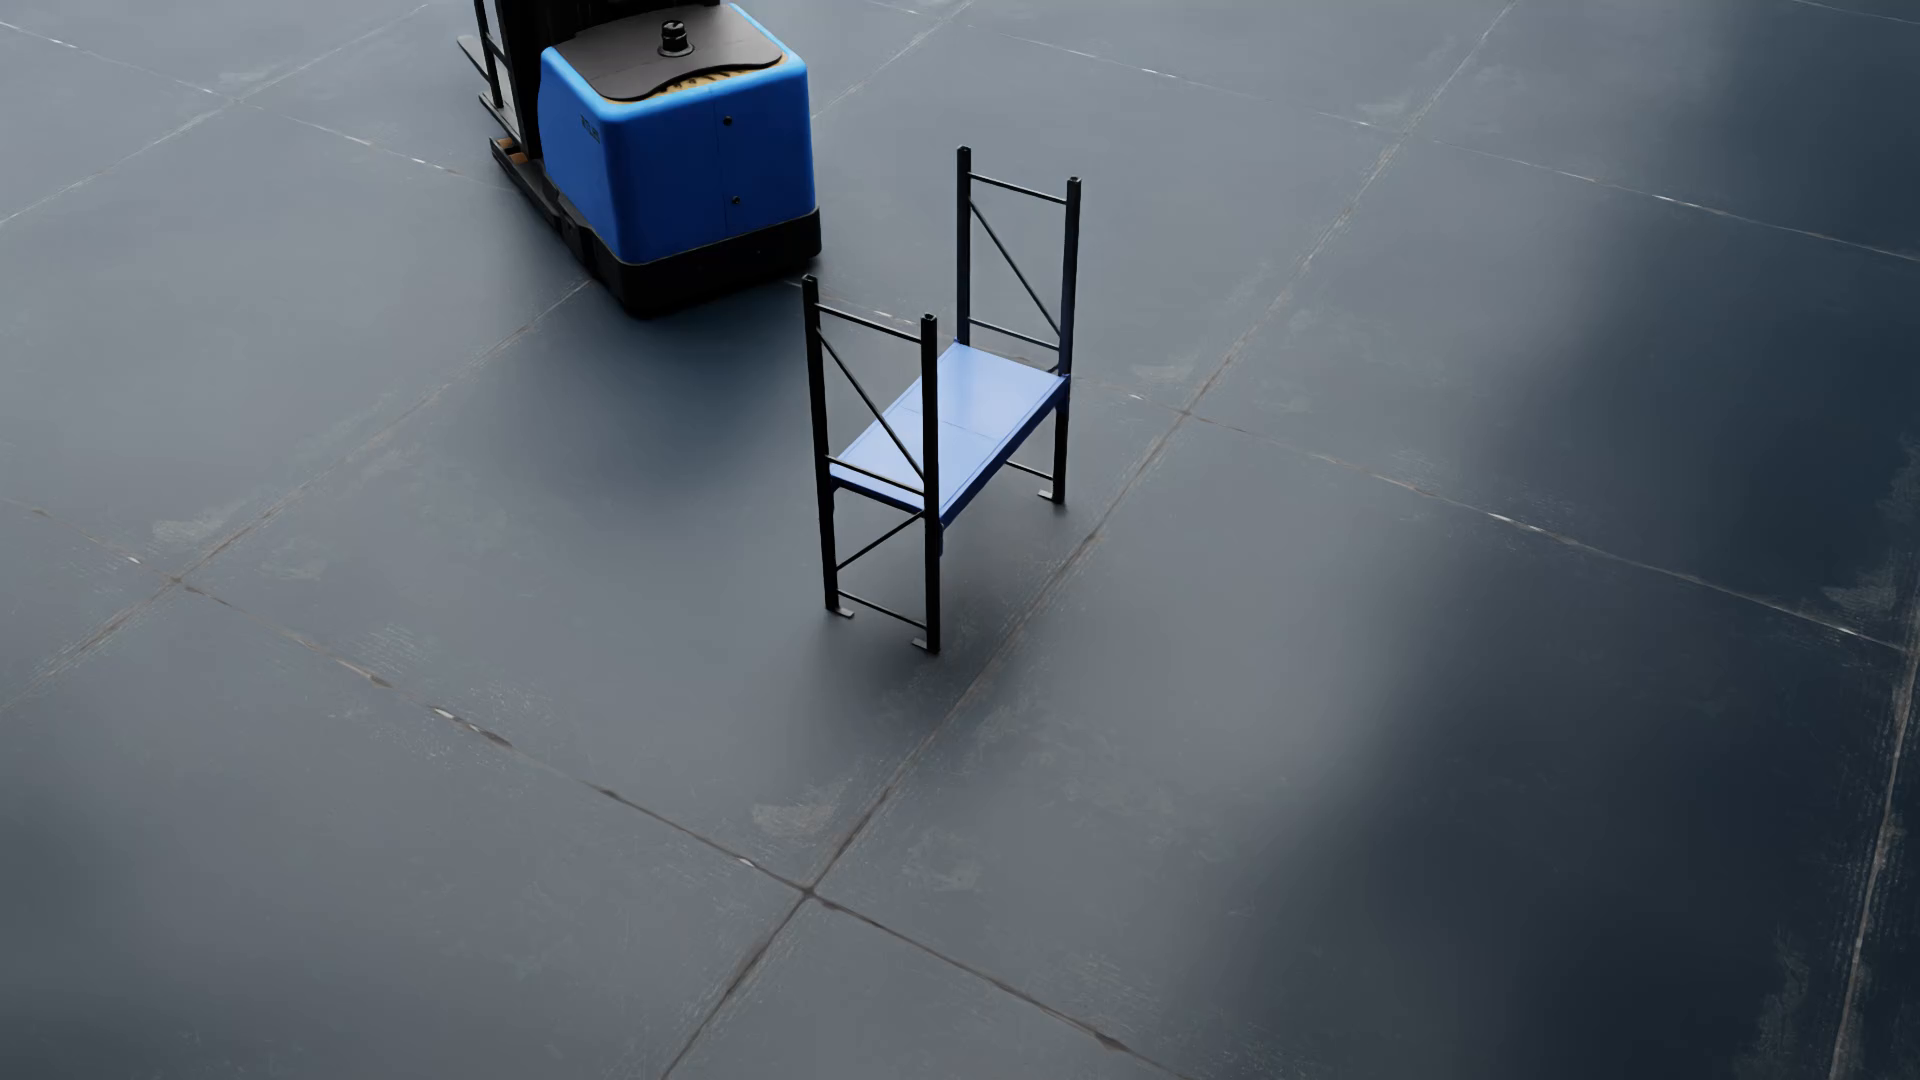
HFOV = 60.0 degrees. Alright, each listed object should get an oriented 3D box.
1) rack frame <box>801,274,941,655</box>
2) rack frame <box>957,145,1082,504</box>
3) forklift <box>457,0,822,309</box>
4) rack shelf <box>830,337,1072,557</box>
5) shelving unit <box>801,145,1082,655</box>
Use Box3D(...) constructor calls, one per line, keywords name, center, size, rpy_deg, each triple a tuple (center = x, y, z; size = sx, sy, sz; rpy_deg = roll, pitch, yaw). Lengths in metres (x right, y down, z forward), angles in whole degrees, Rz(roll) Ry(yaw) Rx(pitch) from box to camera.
Box3D(name="rack frame", center=(-0.297, -0.223, 5.869), size=(0.500, 1.500, 0.032), rpy_deg=(21, 45, 22))
Box3D(name="rack frame", center=(0.212, -0.805, 6.529), size=(0.500, 1.500, 0.032), rpy_deg=(21, 45, 22))
Box3D(name="forklift", center=(-1.884, -3.151, 8.111), size=(1.130, 2.935, 3.031), rpy_deg=(-22, 46, -23))
Box3D(name="rack shelf", center=(-0.043, -0.379, 6.318), size=(0.538, 0.185, 1.000), rpy_deg=(21, 45, 22))
Box3D(name="shelving unit", center=(-0.043, -0.514, 6.199), size=(0.538, 1.500, 1.048), rpy_deg=(21, 45, 22))
